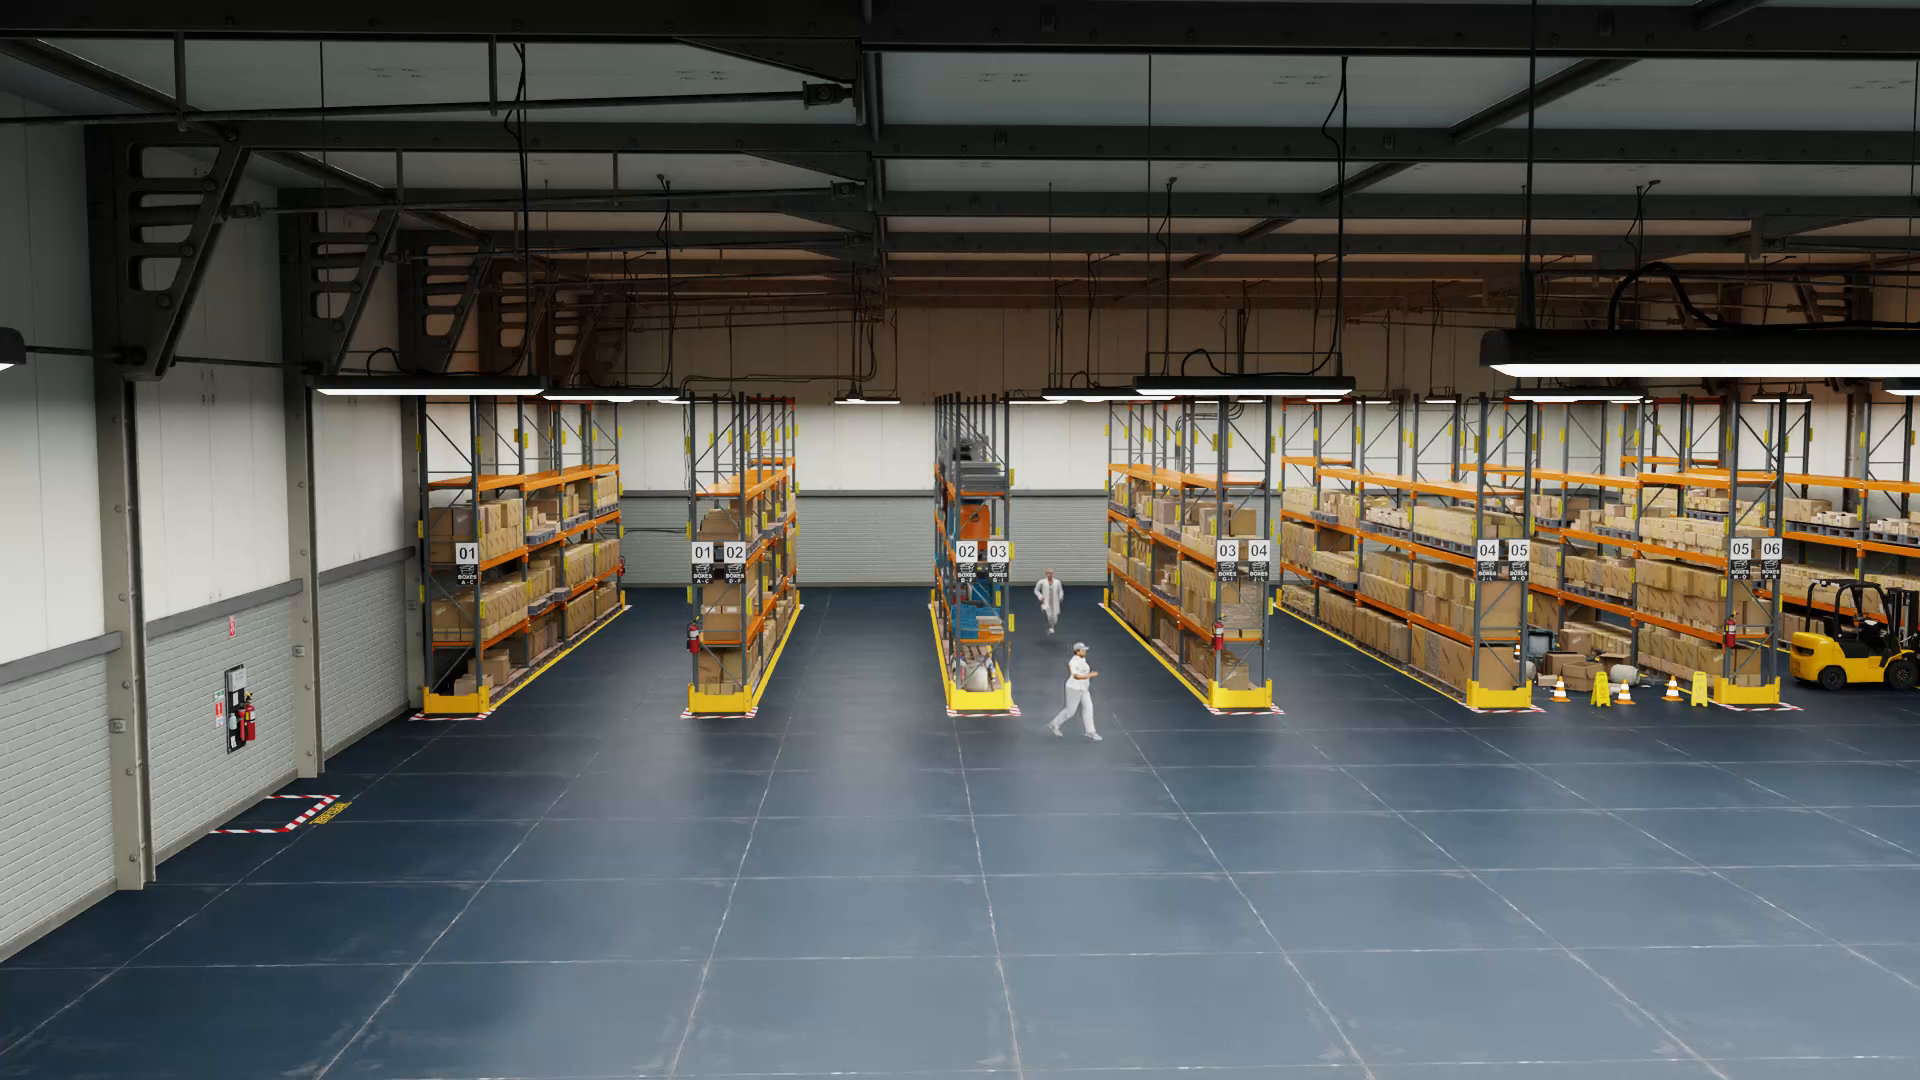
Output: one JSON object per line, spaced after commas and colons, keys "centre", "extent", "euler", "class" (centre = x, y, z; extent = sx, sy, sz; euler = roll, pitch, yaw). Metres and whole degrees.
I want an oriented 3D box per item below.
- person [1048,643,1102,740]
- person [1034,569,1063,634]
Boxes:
{"centre": [1.987, 2.585, 28.532], "extent": [0.933, 1.669, 0.598], "euler": [2, 5, 22], "class": "person"}
{"centre": [2.153, 1.499, 40.229], "extent": [0.695, 1.607, 0.803], "euler": [-1, 5, -9], "class": "person"}
